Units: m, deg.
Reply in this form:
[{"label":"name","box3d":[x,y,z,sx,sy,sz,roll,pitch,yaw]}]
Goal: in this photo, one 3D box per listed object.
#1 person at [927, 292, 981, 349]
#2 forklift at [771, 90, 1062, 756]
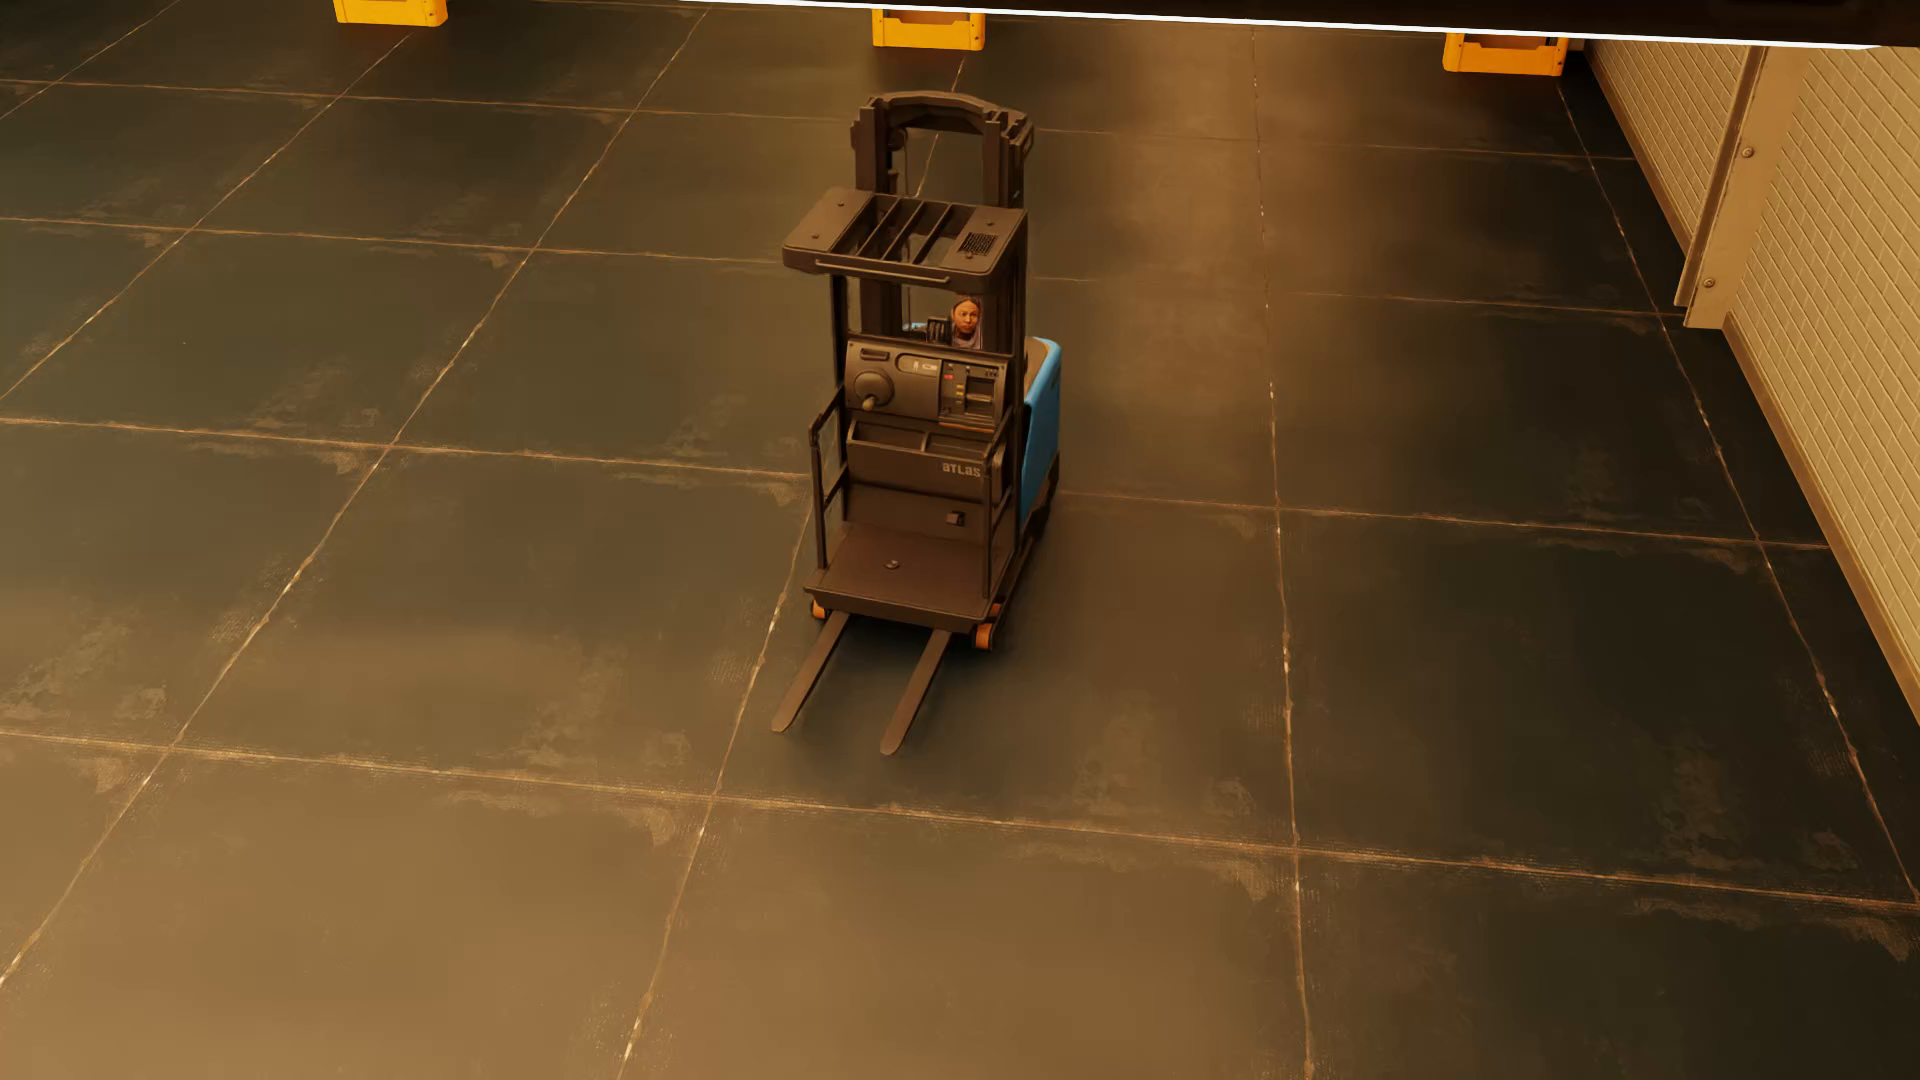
[{"label":"person","box3d":[-0.031,-0.667,9.925,0.596,1.644,0.541,4,37,6]},{"label":"forklift","box3d":[-0.251,-0.804,9.120,1.130,2.935,3.031,10,38,13]}]
